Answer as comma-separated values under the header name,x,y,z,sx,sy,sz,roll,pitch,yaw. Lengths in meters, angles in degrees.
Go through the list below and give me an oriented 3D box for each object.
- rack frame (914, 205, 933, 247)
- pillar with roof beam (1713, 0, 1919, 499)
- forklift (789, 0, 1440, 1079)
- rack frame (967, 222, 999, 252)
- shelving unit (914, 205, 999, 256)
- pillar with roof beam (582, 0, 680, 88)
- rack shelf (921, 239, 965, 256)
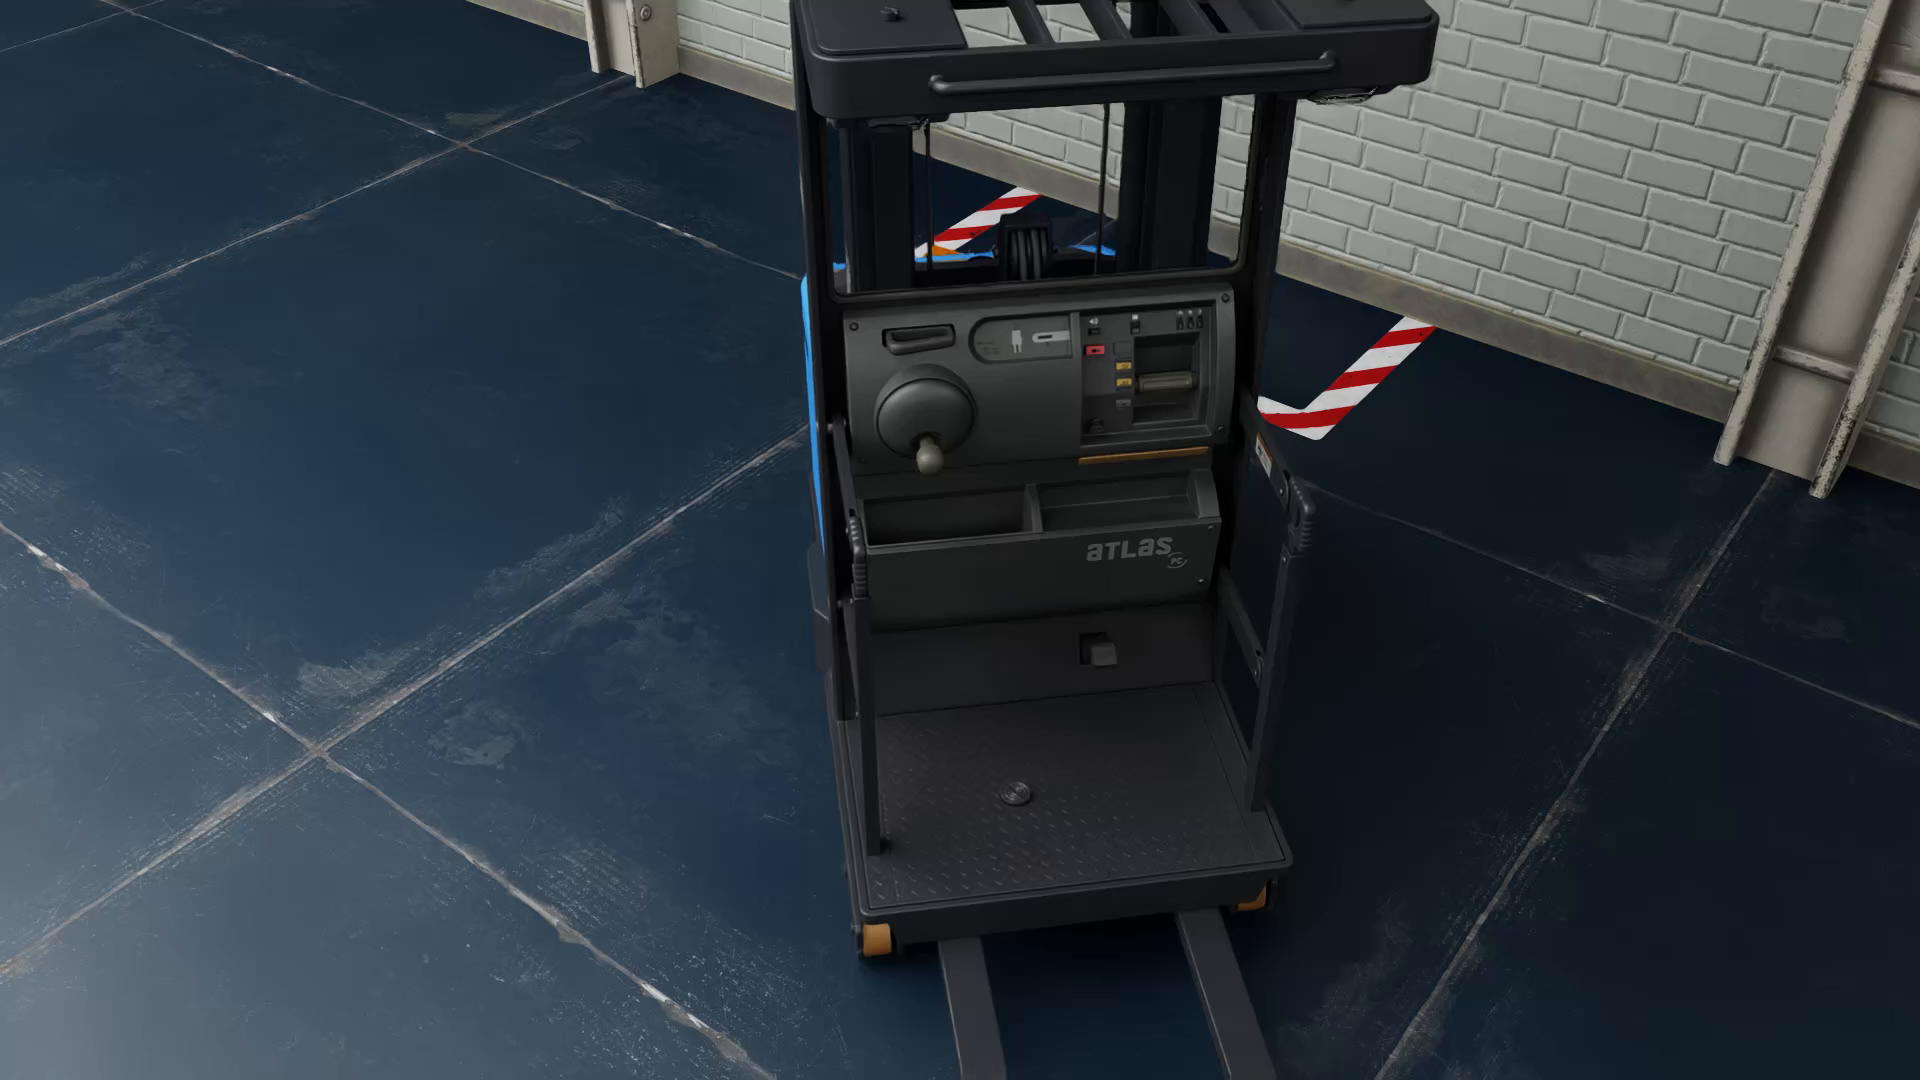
name,x,y,z,sx,sy,sz,roll,pitch,yaw
rack frame,-0.140,-0.629,5.702,0.008,1.050,0.200,19,42,22
pillar with roof beam,0.407,-1.729,0.658,0.400,9.000,9.100,25,45,29
forklift,0.229,-0.304,3.761,1.130,2.935,3.031,-5,38,-7
rack frame,0.074,-0.557,5.610,0.008,1.050,0.200,19,42,22
shelving unit,-0.033,-0.593,5.656,0.252,1.050,0.215,19,42,22
pillar with roof beam,-4.359,-3.976,3.529,0.400,9.000,9.100,25,45,29
rack shelf,-0.033,-0.808,5.488,0.240,0.259,0.215,19,42,22
